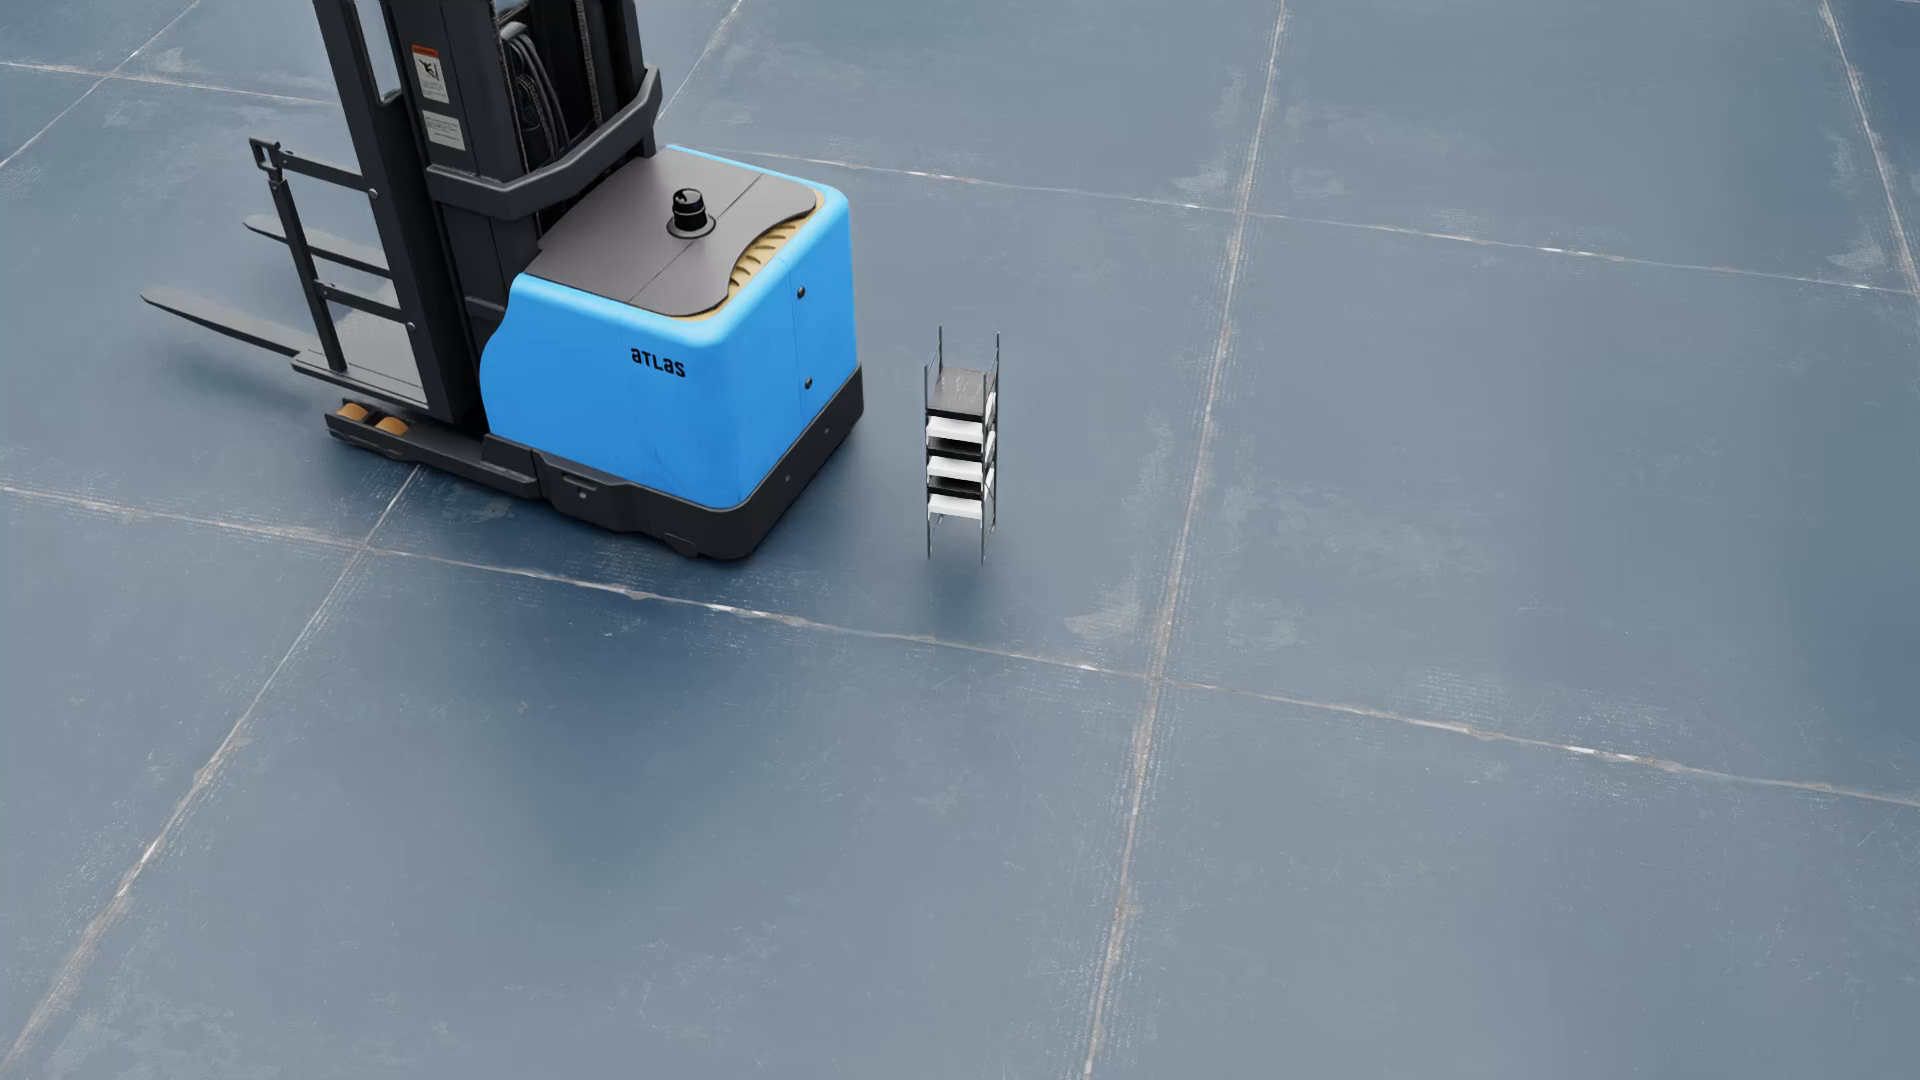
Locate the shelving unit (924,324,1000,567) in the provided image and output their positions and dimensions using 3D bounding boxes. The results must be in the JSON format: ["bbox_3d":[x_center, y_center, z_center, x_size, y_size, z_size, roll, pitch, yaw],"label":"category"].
[{"bbox_3d":[0.008,-0.323,5.937,0.210,0.900,0.258,9,45,9],"label":"shelving unit"}]

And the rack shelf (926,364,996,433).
[{"bbox_3d":[0.008,-0.493,5.773,0.200,0.077,0.258,9,45,9],"label":"rack shelf"}]

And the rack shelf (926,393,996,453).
[{"bbox_3d":[0.008,-0.429,5.835,0.200,0.077,0.258,9,45,9],"label":"rack shelf"}]

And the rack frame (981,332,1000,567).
[{"bbox_3d":[0.107,-0.308,5.921,0.006,0.900,0.240,9,45,9],"label":"rack frame"}]

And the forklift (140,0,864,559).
[{"bbox_3d":[-1.945,-1.687,5.889,3.031,2.935,1.130,18,47,18],"label":"forklift"}]

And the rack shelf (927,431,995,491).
[{"bbox_3d":[0.008,-0.299,5.960,0.200,0.077,0.258,9,45,9],"label":"rack shelf"}]

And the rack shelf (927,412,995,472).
[{"bbox_3d":[0.008,-0.364,5.897,0.200,0.077,0.258,9,45,9],"label":"rack shelf"}]

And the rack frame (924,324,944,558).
[{"bbox_3d":[-0.091,-0.338,5.953,0.006,0.900,0.240,9,45,9],"label":"rack frame"}]

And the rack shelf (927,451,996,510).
[{"bbox_3d":[0.008,-0.234,6.022,0.200,0.077,0.258,9,45,9],"label":"rack shelf"}]

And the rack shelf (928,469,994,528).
[{"bbox_3d":[0.008,-0.169,6.085,0.200,0.077,0.258,9,45,9],"label":"rack shelf"}]
